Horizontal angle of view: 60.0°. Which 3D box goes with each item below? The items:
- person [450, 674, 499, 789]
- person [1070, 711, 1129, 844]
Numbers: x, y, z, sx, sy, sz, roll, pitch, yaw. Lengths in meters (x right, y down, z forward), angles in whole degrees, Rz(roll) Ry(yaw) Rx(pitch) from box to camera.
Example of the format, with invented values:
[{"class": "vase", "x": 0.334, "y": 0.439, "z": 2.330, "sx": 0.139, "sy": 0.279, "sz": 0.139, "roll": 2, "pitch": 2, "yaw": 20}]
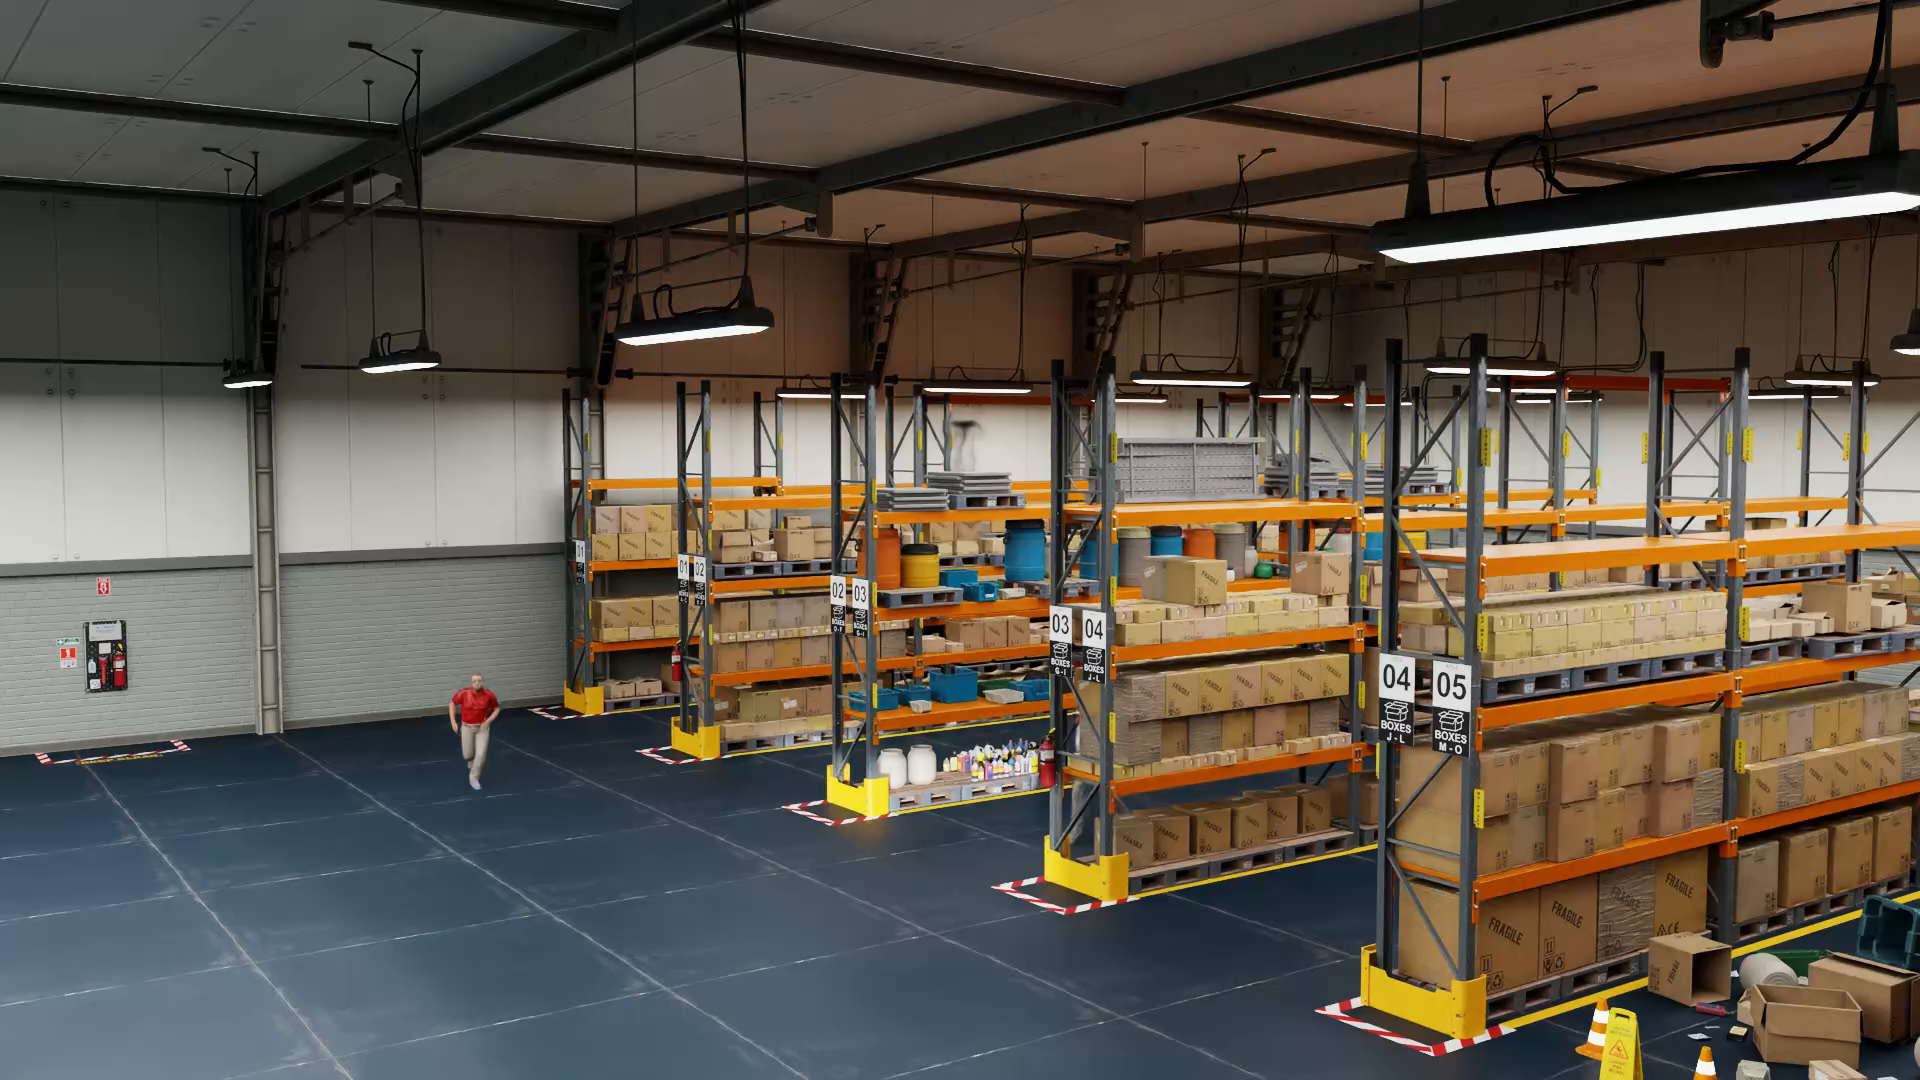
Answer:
[{"class": "person", "x": -7.103, "y": 2.786, "z": 24.353, "sx": 0.700, "sy": 1.689, "sz": 0.712, "roll": -1, "pitch": 4, "yaw": -17}, {"class": "person", "x": 1.757, "y": 2.944, "z": 21.169, "sx": 1.078, "sy": 1.769, "sz": 0.699, "roll": -3, "pitch": 5, "yaw": -43}]
